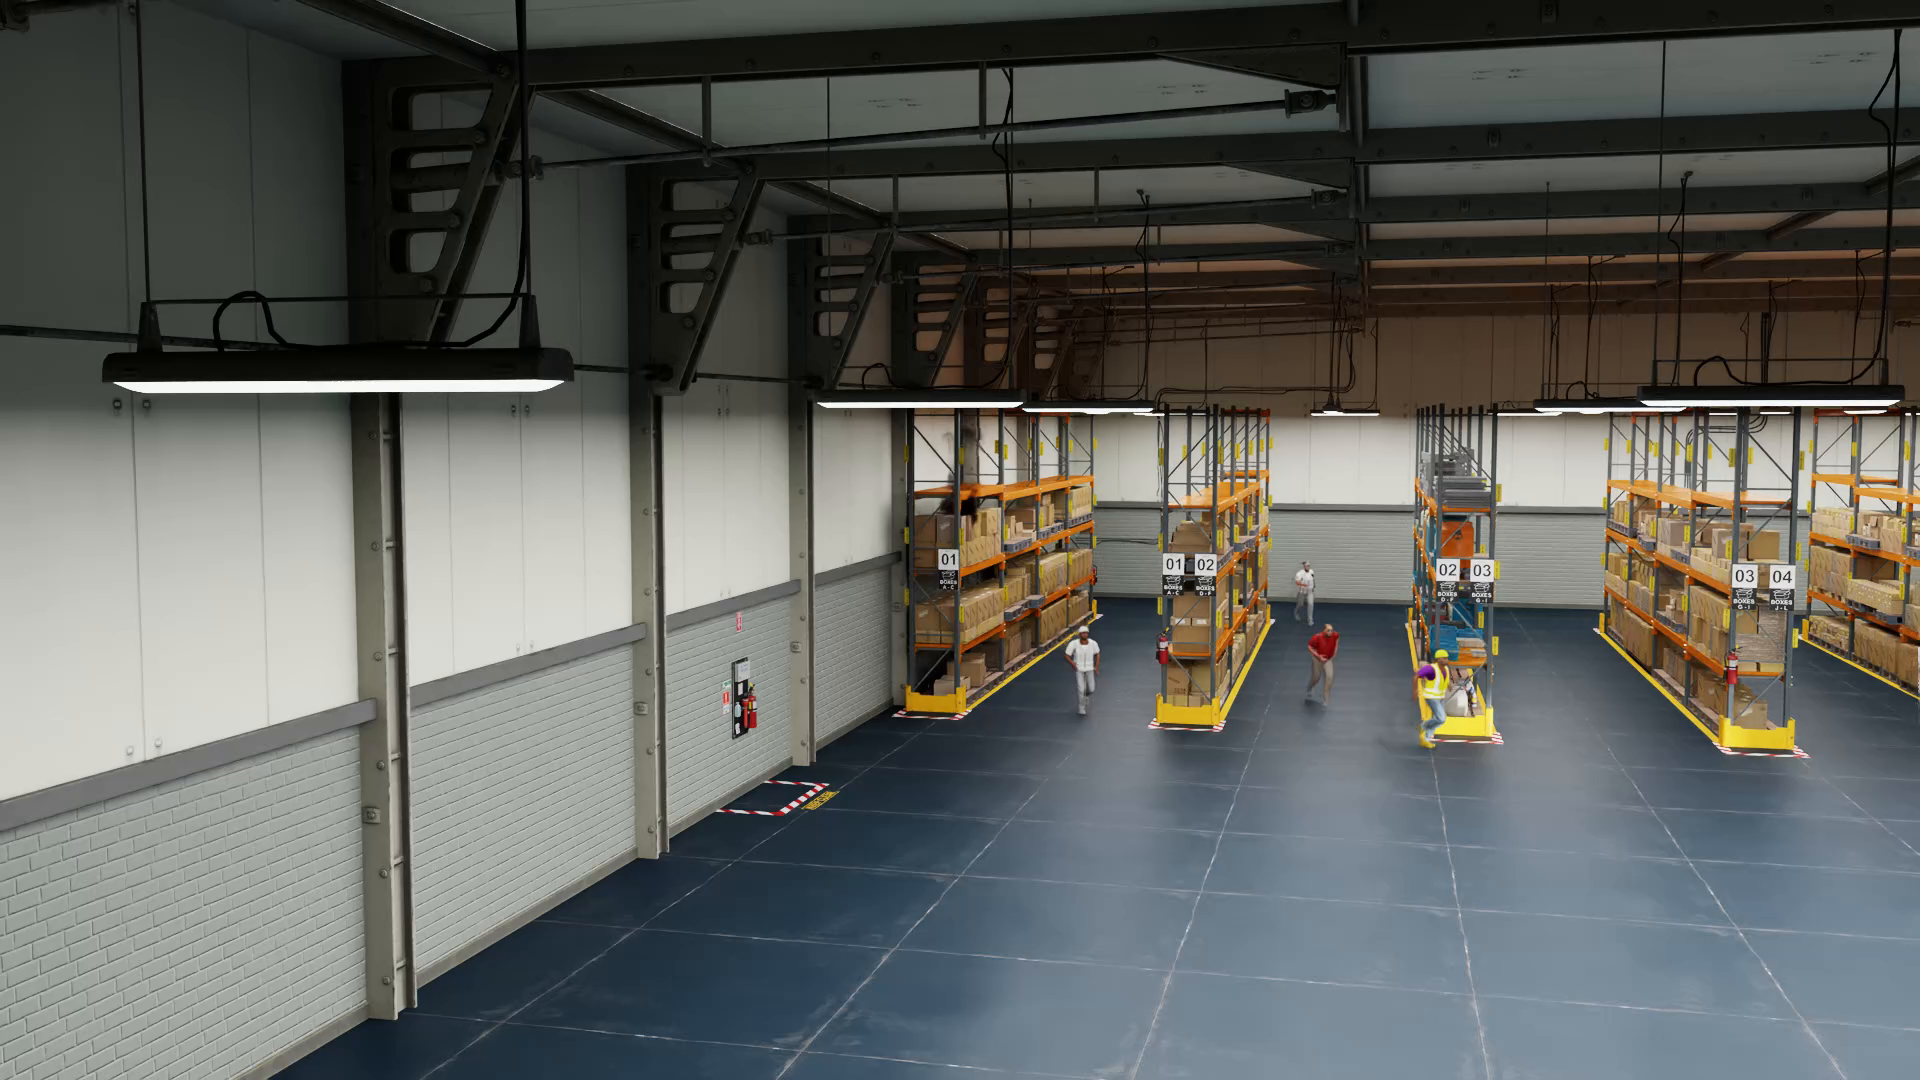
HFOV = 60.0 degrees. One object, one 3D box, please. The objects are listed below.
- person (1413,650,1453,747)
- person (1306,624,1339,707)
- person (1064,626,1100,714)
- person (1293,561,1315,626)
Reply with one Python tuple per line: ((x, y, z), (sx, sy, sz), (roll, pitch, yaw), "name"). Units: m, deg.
((8.286, 2.758, 28.949), (0.698, 1.705, 0.589), (-4, 6, -45), "person")
((7.268, 2.486, 33.540), (0.703, 1.693, 1.020), (-1, 4, -14), "person")
((2.390, 2.518, 32.310), (0.718, 1.718, 0.598), (-1, 4, -10), "person")
((9.621, 1.465, 46.479), (0.616, 1.802, 0.959), (-1, 4, -10), "person")
